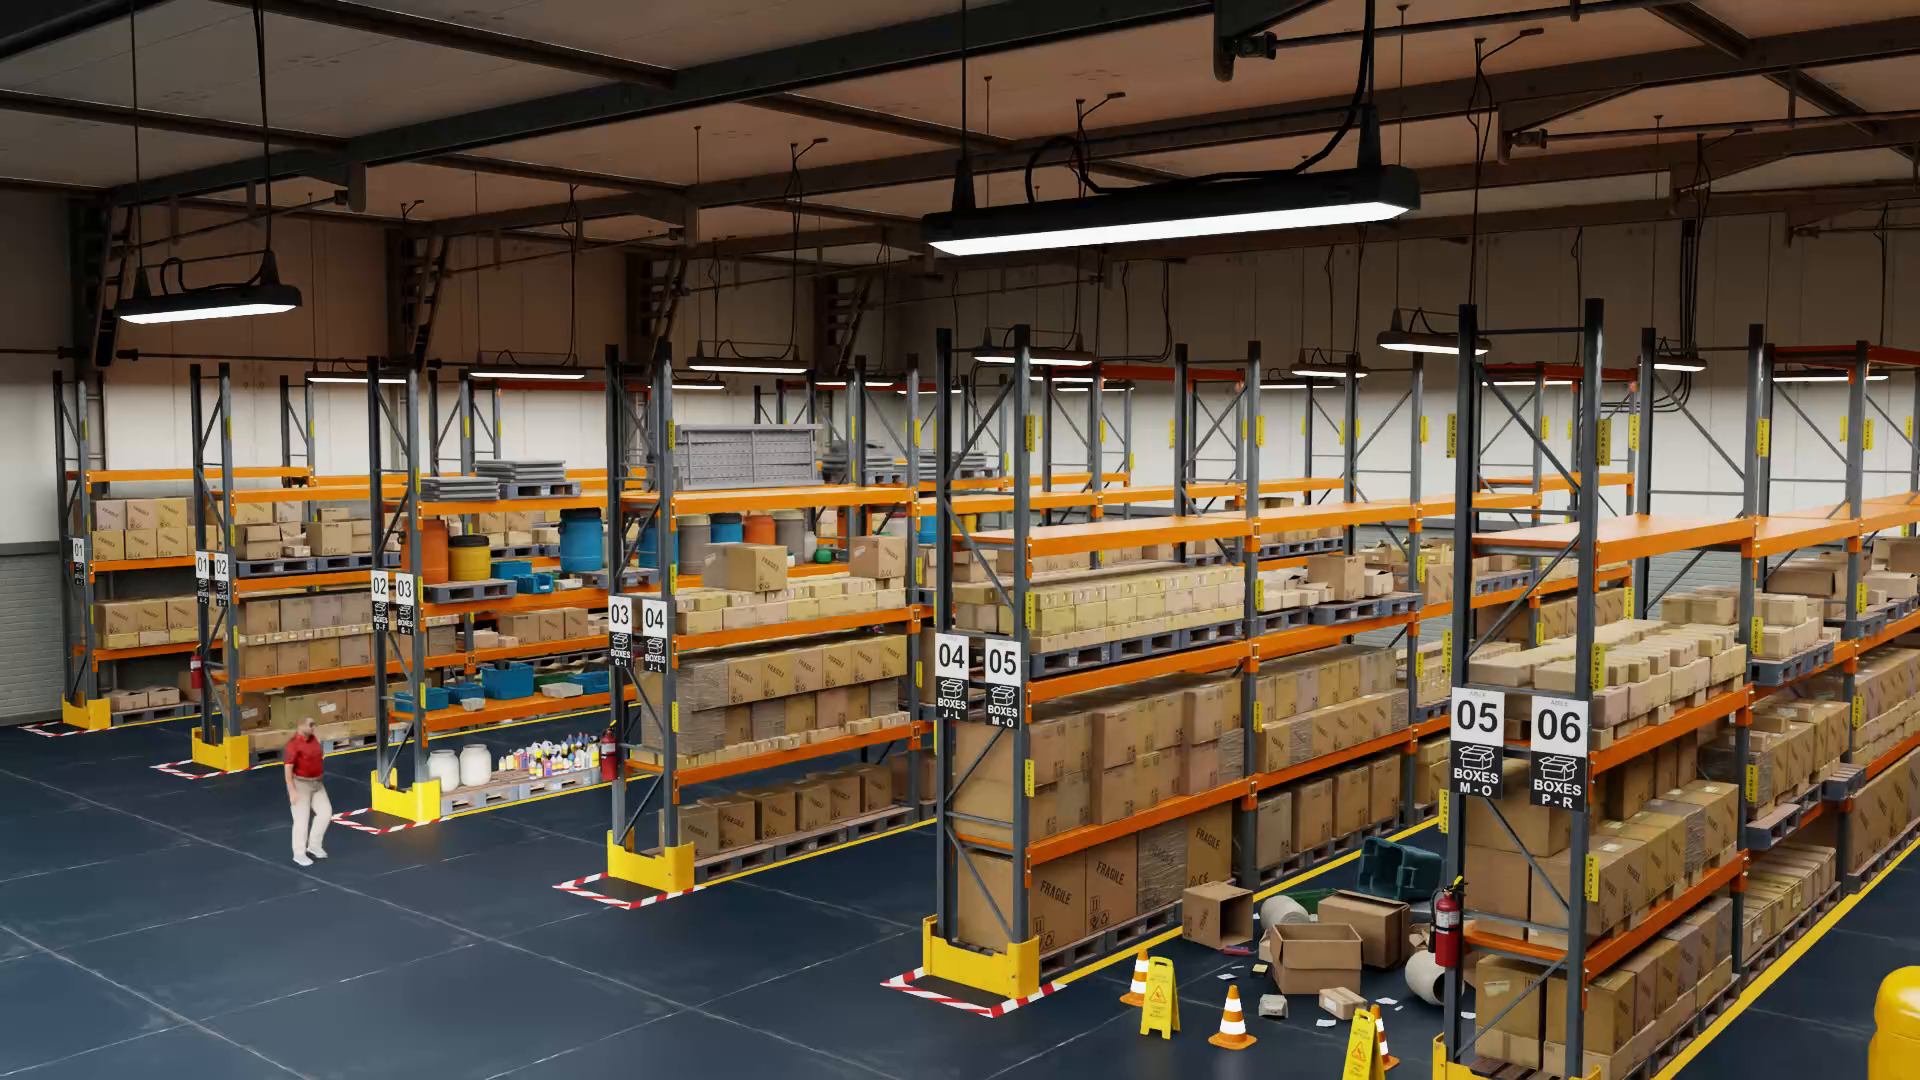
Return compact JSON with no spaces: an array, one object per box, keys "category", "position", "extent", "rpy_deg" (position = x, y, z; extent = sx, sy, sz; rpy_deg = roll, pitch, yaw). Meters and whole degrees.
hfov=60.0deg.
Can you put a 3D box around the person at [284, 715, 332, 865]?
[{"category":"person","position":[-7.673,2.939,19.456],"extent":[0.378,1.792,0.626],"rpy_deg":[1,4,18]}]

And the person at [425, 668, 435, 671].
[{"category":"person","position":[-9.400,2.224,29.384],"extent":[0.482,1.740,0.528],"rpy_deg":[0,4,6]}]
